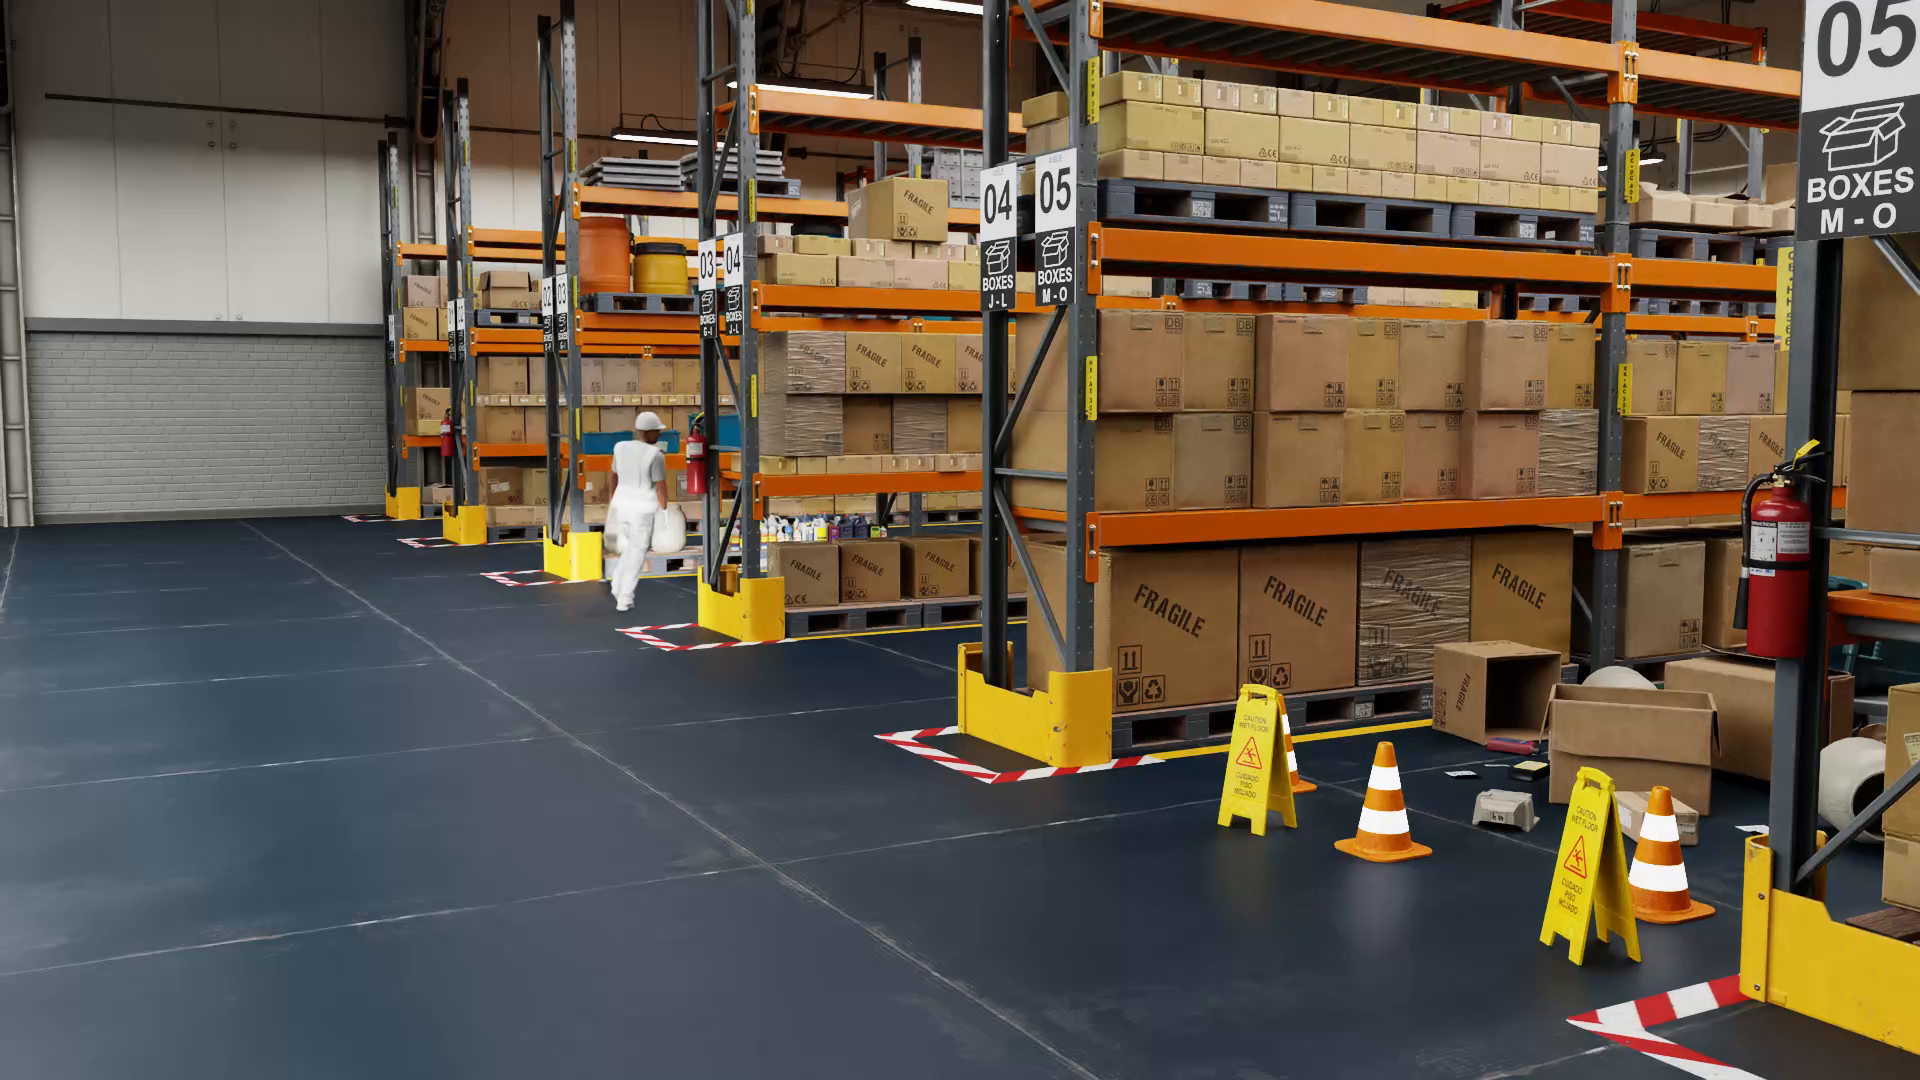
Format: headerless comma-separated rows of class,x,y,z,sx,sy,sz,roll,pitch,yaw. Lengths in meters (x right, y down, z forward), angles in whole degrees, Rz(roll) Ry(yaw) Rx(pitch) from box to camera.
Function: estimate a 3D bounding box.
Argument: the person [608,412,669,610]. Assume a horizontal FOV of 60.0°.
person,-2.871,-0.263,14.907,0.677,1.770,0.463,3,6,27
